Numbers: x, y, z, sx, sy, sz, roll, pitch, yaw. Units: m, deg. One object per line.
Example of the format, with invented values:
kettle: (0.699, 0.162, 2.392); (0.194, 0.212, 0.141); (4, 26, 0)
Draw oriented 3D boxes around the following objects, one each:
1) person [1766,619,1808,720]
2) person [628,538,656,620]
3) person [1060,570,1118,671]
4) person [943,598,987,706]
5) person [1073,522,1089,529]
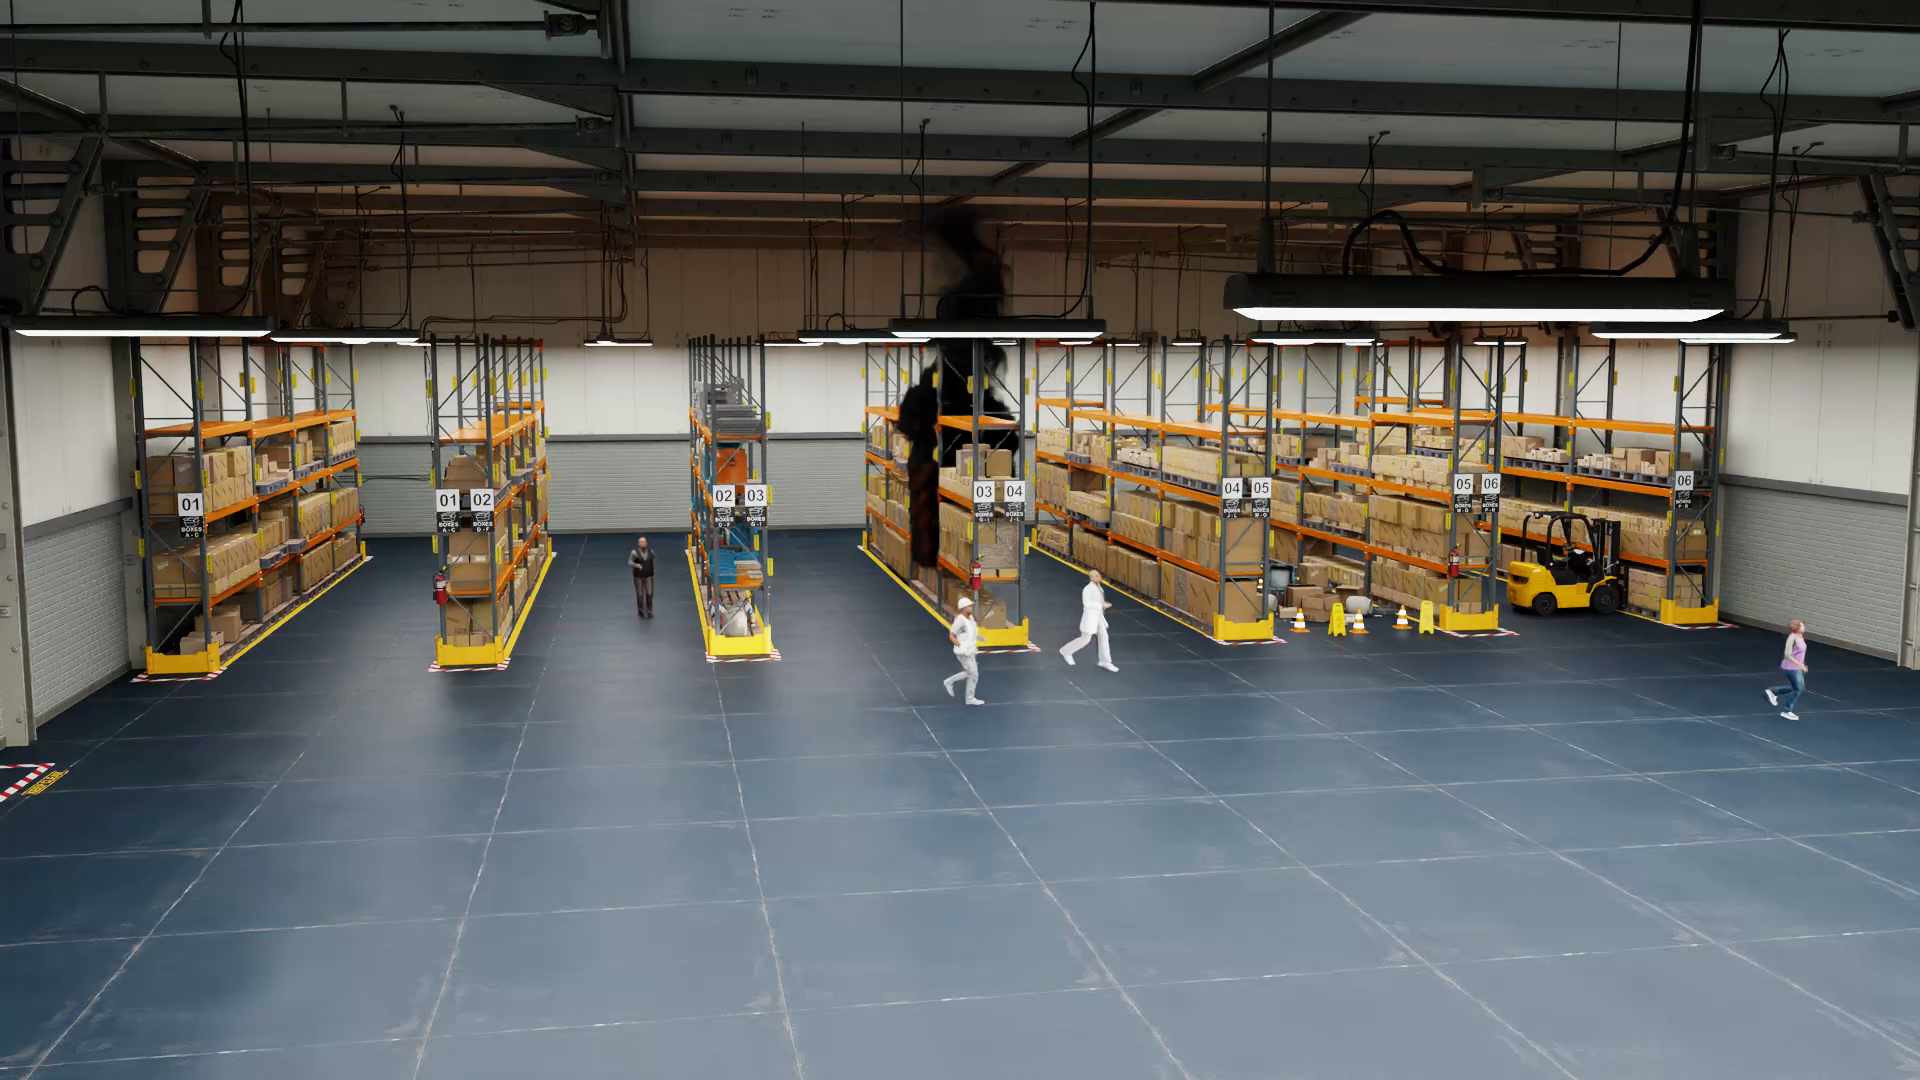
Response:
person: (12.906, 1.999, 25.900); (0.610, 1.573, 0.554); (6, 9, 41)
person: (-6.753, 0.833, 35.424); (0.642, 1.779, 0.768); (-2, 7, -18)
person: (2.333, 1.444, 29.837); (1.060, 1.762, 0.719); (4, 8, 31)
person: (0.046, 1.794, 26.771); (0.730, 1.746, 0.683); (2, 7, 17)
person: (3.635, -0.904, 50.165); (0.993, 1.760, 0.672); (-1, 7, -9)
